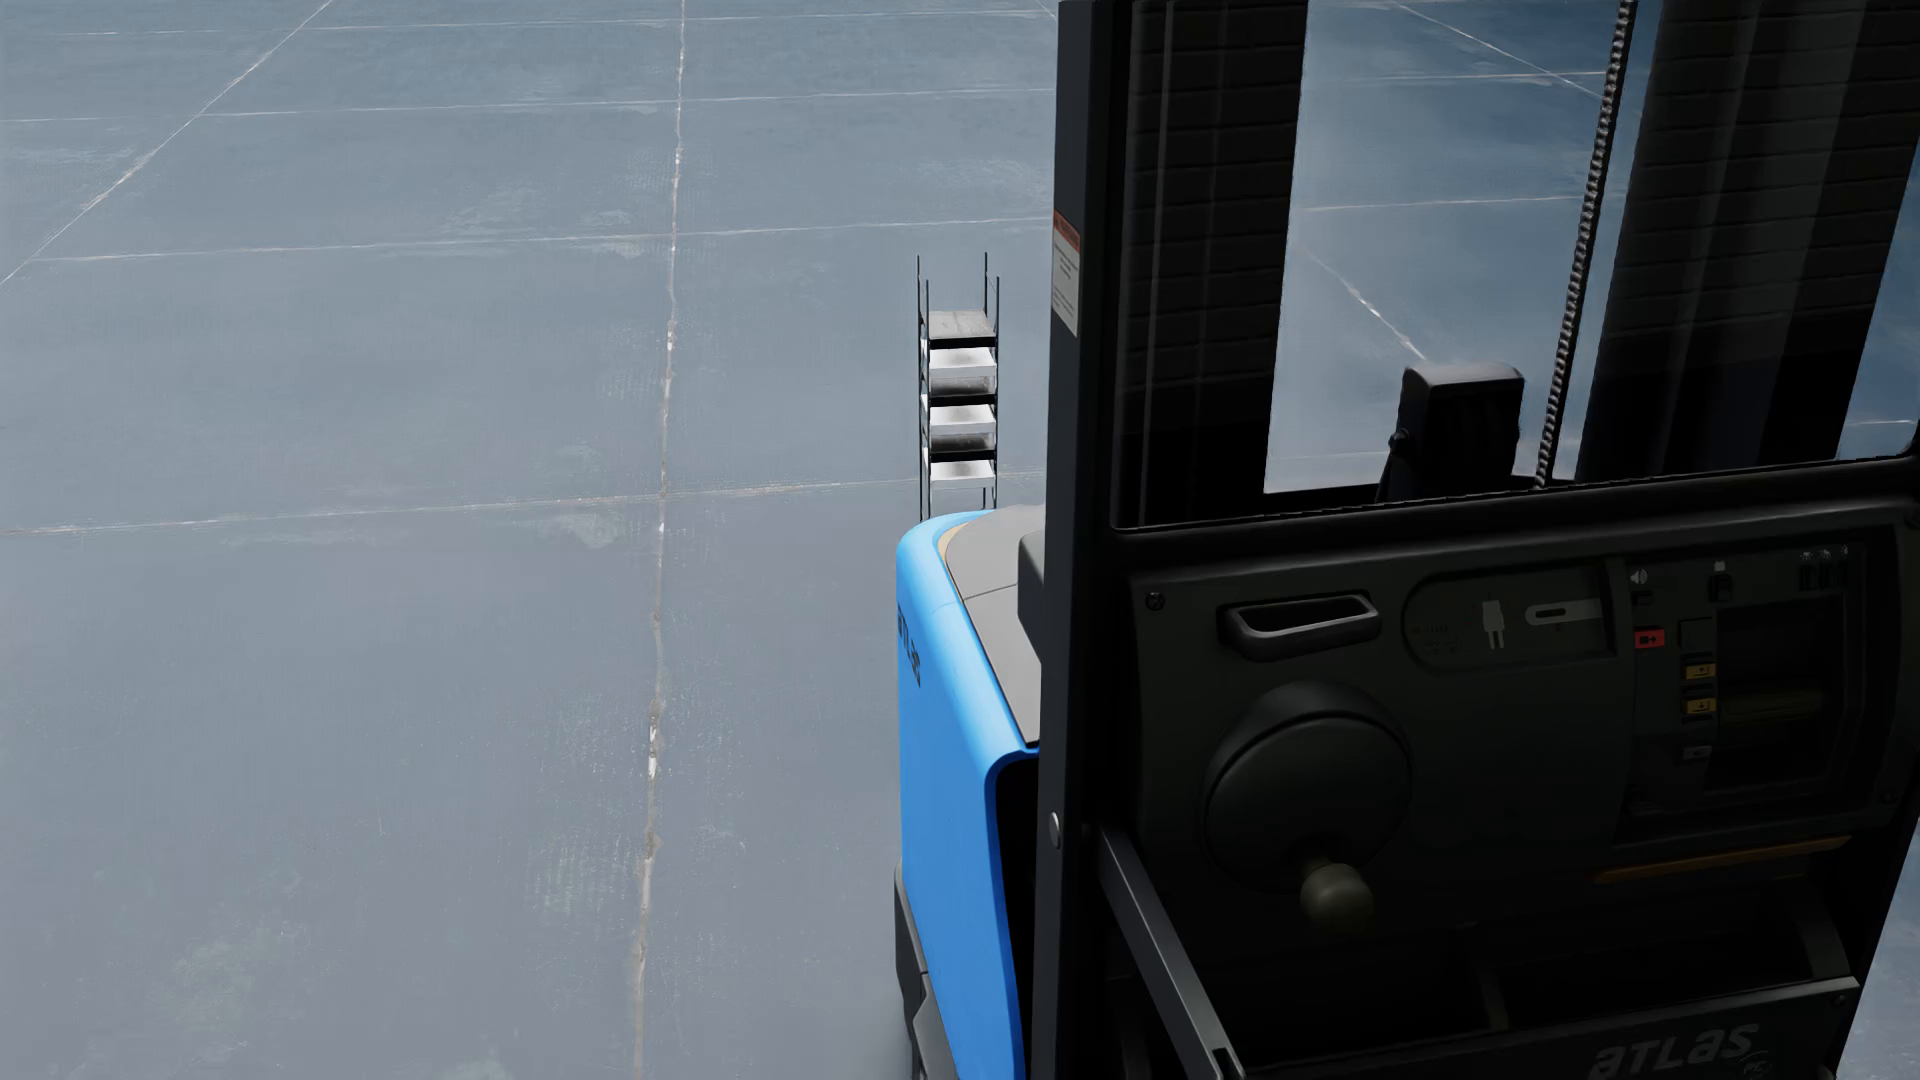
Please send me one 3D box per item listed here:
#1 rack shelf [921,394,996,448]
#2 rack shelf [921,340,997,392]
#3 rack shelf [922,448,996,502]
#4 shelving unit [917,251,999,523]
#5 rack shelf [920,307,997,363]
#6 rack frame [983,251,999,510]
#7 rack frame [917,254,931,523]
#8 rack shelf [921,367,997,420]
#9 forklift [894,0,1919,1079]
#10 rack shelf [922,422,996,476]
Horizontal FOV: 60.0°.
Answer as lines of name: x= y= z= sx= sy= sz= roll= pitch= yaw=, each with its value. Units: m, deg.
rack shelf: x=-0.008 y=-0.370 z=5.059 sx=0.200 sy=0.077 sz=0.258 roll=-4 pitch=27 yaw=-7
rack shelf: x=-0.008 y=-0.530 z=4.977 sx=0.200 sy=0.077 sz=0.258 roll=-4 pitch=27 yaw=-7
rack shelf: x=-0.008 y=-0.210 z=5.141 sx=0.200 sy=0.077 sz=0.258 roll=-4 pitch=27 yaw=-7
shelving unit: x=-0.008 y=-0.400 z=5.044 sx=0.210 sy=0.900 sz=0.258 roll=-4 pitch=27 yaw=-7
rack shelf: x=-0.008 y=-0.610 z=4.936 sx=0.200 sy=0.077 sz=0.258 roll=-4 pitch=27 yaw=-7
rack frame: x=0.093 y=-0.406 z=5.056 sx=0.006 sy=0.900 sz=0.240 roll=-4 pitch=27 yaw=-7
rack frame: x=-0.109 y=-0.393 z=5.031 sx=0.006 sy=0.900 sz=0.240 roll=-4 pitch=27 yaw=-7
rack shelf: x=-0.008 y=-0.450 z=5.018 sx=0.200 sy=0.077 sz=0.258 roll=-4 pitch=27 yaw=-7
forklift: x=0.680 y=0.219 z=1.612 sx=1.130 sy=2.935 sz=3.031 roll=-6 pitch=28 yaw=-11
rack shelf: x=-0.008 y=-0.290 z=5.100 sx=0.200 sy=0.077 sz=0.258 roll=-4 pitch=27 yaw=-7
